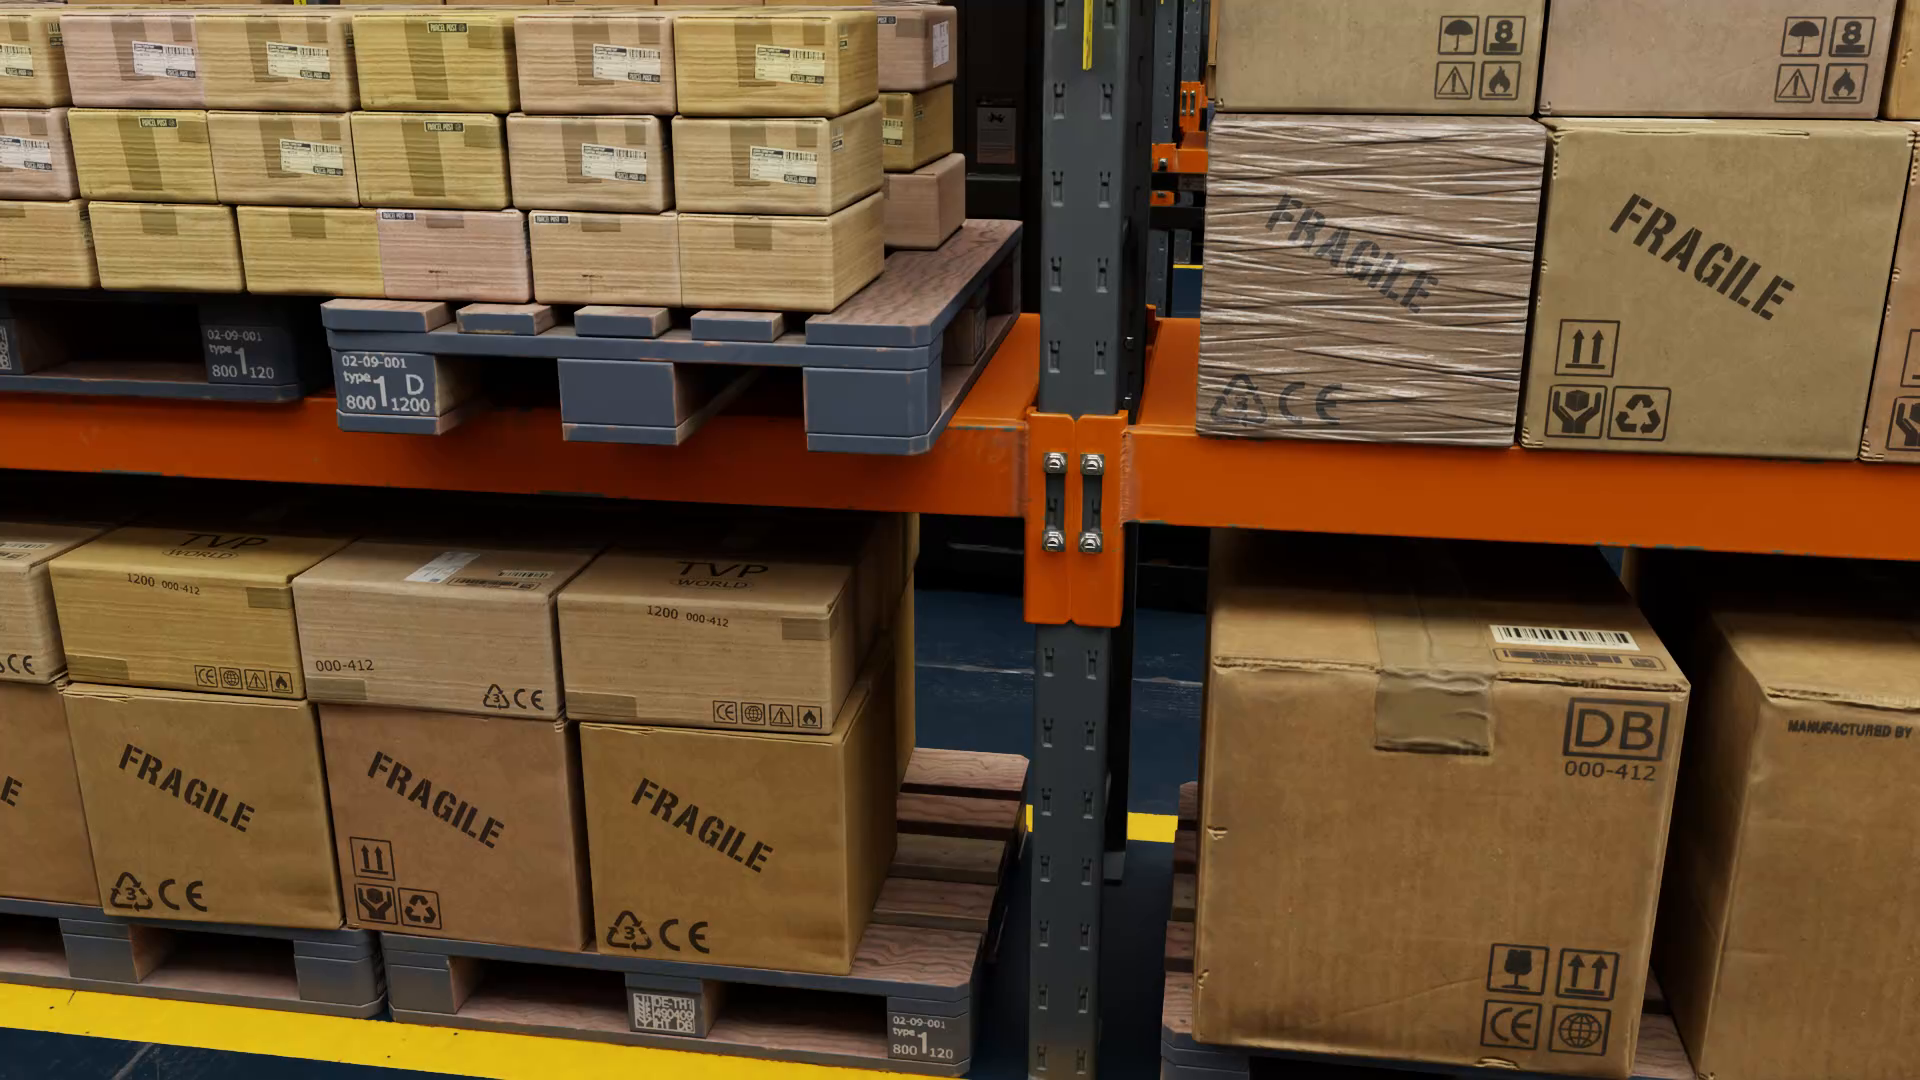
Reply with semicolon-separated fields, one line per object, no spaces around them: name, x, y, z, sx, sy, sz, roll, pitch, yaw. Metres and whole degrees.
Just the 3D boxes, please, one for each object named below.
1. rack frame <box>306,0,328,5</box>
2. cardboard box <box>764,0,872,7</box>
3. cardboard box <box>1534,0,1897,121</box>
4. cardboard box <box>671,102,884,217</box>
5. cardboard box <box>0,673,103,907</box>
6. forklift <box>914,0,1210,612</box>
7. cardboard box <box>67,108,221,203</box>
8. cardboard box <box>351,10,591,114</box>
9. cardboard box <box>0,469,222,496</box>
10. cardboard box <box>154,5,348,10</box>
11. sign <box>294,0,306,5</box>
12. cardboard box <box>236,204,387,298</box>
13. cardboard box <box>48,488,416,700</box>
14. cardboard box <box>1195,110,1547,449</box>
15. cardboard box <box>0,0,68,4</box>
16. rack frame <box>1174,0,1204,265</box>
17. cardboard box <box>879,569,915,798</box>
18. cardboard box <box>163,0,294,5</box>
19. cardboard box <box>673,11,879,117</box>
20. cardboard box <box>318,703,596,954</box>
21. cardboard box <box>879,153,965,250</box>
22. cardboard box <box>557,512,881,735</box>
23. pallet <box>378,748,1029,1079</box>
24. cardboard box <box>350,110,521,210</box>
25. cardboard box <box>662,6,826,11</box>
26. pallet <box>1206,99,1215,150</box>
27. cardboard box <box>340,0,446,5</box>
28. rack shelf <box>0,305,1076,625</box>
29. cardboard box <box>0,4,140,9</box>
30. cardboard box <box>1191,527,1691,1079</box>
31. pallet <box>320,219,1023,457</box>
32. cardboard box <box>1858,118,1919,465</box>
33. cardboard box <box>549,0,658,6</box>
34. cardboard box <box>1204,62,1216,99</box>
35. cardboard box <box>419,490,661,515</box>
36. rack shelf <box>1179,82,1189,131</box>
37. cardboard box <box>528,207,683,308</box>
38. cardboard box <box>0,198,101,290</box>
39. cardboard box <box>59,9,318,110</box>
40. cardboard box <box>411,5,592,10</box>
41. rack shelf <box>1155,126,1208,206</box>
rack frame;-2.993;-2.288;8.412;0.127;3.000;1.000;3;19;9
cardboard box;-0.593;-2.602;7.620;0.500;0.500;0.500;3;19;9
cardboard box;1.212;-1.001;2.835;0.500;0.500;0.700;3;19;8
cardboard box;-0.289;-0.634;2.735;0.250;0.149;0.380;3;19;10
cardboard box;-1.949;0.423;3.589;0.500;0.500;0.500;3;19;10
forklift;0.711;-1.331;5.662;3.031;2.935;1.130;5;19;14
cardboard box;-1.306;-0.685;2.888;0.250;0.149;0.380;3;19;8
cardboard box;-0.792;-0.800;2.763;0.250;0.149;0.380;4;19;10
cardboard box;-1.874;-0.091;3.942;0.500;0.250;0.500;2;19;6
cardboard box;-1.453;-1.042;3.487;0.250;0.149;0.380;3;19;10
sign;-3.080;-2.562;7.743;0.005;0.325;0.100;3;19;9
cardboard box;-1.034;-0.531;2.896;0.250;0.149;0.380;3;19;8
cardboard box;-1.446;0.096;3.386;0.500;0.250;0.500;3;19;10
cardboard box;0.671;-0.471;2.825;0.500;0.500;0.500;3;19;9
cardboard box;-4.507;-2.797;8.202;0.500;0.500;0.500;3;19;9
rack frame;1.740;-3.641;12.459;0.127;3.000;1.000;3;19;9
cardboard box;-0.387;0.340;3.836;0.500;0.500;0.500;2;19;6
cardboard box;-3.503;-2.746;8.050;0.500;0.500;0.500;3;19;8
cardboard box;-0.286;-0.774;2.684;0.250;0.149;0.380;2;19;6
cardboard box;-0.932;0.477;3.427;0.500;0.500;0.500;4;19;11
cardboard box;-0.139;-0.696;3.390;0.250;0.149;0.380;3;19;8
cardboard box;-0.446;0.148;3.229;0.500;0.250;0.500;2;19;7
pallet;-0.501;0.752;3.722;1.213;0.211;1.003;3;19;9
cardboard box;-0.813;-0.659;2.810;0.250;0.149;0.380;3;19;10
cardboard box;-0.421;-0.989;3.328;0.250;0.149;0.380;2;19;7
pallet;1.677;-1.993;7.834;1.003;0.211;1.213;3;19;9
cardboard box;-2.604;-2.697;7.903;0.500;0.500;0.500;3;19;9
rack shelf;-1.704;-0.290;3.576;4.000;0.370;1.077;3;19;9
cardboard box;-1.965;-1.069;3.567;0.250;0.149;0.380;2;19;6
cardboard box;0.858;0.396;3.275;0.750;0.750;1.050;3;19;8
pallet;-0.450;-0.442;3.199;1.003;0.211;1.213;3;19;9
cardboard box;1.672;-0.420;2.675;0.500;0.500;0.500;3;19;9
cardboard box;-1.603;-2.654;7.774;0.500;0.500;0.500;2;19;7
cardboard box;1.248;-2.092;7.561;0.250;0.149;0.380;2;19;5
cardboard box;-0.872;-0.036;3.778;0.500;0.250;0.500;3;19;8
rack shelf;-0.235;-3.401;12.874;4.000;0.370;1.077;3;19;9
cardboard box;-0.534;-0.504;2.817;0.250;0.149;0.380;3;19;9
cardboard box;-1.555;-0.557;2.976;0.250;0.149;0.380;3;19;10
cardboard box;-1.293;-0.826;2.842;0.250;0.149;0.380;3;19;9
cardboard box;-0.923;-1.016;3.410;0.250;0.149;0.380;2;19;6
rack shelf;2.931;-1.644;7.624;4.000;0.370;1.077;3;19;9
